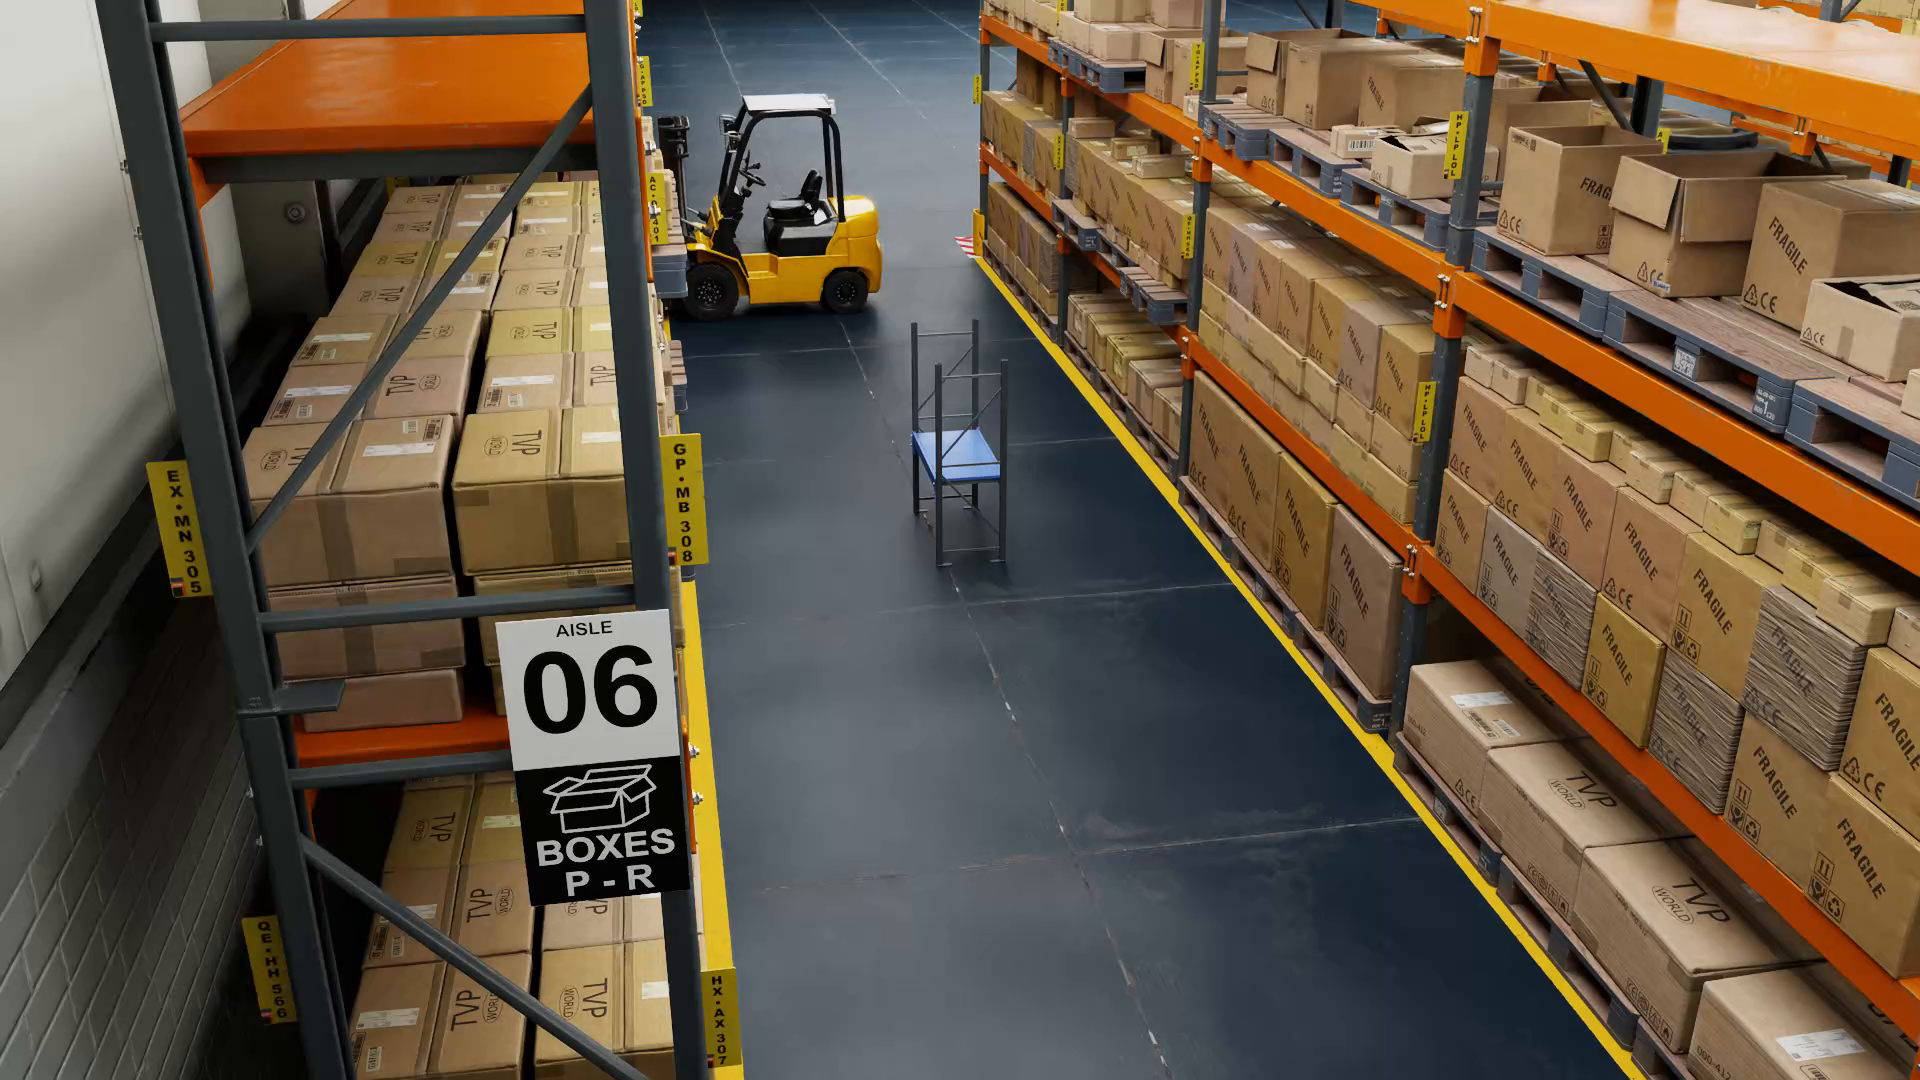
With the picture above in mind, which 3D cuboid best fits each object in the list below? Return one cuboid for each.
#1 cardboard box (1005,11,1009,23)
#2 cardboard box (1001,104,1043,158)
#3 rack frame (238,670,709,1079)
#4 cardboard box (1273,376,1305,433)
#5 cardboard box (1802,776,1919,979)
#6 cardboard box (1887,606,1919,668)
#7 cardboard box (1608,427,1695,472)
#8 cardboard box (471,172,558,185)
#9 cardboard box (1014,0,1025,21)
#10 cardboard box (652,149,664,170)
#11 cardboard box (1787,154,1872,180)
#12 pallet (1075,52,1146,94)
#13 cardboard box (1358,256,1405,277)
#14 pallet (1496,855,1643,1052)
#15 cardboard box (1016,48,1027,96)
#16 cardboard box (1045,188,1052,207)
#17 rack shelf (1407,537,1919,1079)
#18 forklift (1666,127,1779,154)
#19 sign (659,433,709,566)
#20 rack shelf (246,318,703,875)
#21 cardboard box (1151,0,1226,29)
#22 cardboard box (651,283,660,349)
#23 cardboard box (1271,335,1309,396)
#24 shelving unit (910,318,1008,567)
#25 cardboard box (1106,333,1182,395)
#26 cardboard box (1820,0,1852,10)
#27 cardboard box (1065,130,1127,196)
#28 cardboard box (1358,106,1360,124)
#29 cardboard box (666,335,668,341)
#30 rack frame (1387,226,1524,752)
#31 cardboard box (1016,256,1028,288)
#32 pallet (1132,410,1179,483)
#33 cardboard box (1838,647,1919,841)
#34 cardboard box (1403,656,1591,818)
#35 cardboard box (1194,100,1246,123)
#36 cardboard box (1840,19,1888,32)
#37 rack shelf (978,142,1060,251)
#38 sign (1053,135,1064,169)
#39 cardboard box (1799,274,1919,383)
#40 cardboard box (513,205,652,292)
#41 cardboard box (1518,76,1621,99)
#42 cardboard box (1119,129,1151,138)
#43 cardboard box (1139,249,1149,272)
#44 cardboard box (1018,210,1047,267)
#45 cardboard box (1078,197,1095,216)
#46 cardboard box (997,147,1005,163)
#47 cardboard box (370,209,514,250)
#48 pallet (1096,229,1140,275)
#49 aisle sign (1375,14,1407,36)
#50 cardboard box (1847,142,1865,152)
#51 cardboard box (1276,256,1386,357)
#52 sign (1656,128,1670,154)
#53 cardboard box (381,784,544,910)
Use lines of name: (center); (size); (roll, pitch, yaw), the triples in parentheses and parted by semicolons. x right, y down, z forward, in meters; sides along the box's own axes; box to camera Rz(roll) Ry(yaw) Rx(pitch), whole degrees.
cardboard box: (0.705, -5.744, 18.220); (0.380, 0.149, 0.250); (-4, 24, -10)
cardboard box: (0.750, -4.509, 18.331); (0.500, 0.500, 0.500); (-5, 24, -11)
rack frame: (-1.178, 1.724, 4.554); (1.000, 3.000, 0.127); (-4, 24, -10)
cardboard box: (2.362, -0.910, 10.773); (0.500, 0.250, 0.500); (-4, 24, -10)
cardboard box: (3.350, 1.140, 5.768); (0.500, 0.500, 0.500); (-4, 24, -9)
cardboard box: (3.366, 0.330, 5.563); (0.380, 0.149, 0.250); (-4, 24, -9)
cardboard box: (3.048, -0.377, 7.181); (0.380, 0.149, 0.250); (-4, 24, -10)
cardboard box: (-2.042, -1.788, 7.624); (0.396, 0.266, 0.258); (-5, 24, -11)
cardboard box: (0.851, -5.559, 17.300); (0.500, 0.250, 0.500); (-4, 24, -9)
cardboard box: (-1.666, -1.836, 8.250); (0.380, 0.149, 0.250); (-5, 24, -11)
cardboard box: (6.993, -2.879, 13.719); (0.700, 0.500, 0.500); (-4, 24, -10)
pallet: (1.685, -3.995, 14.136); (1.213, 0.211, 1.003); (-4, 24, -10)
cardboard box: (2.847, -1.515, 10.596); (0.500, 0.500, 0.500); (-5, 24, -11)
pallet: (3.252, 1.846, 7.760); (1.003, 0.211, 1.213); (-4, 24, -10)
cardboard box: (1.050, -5.393, 19.106); (0.700, 0.500, 0.500); (-5, 24, -11)
cardboard box: (1.068, -3.451, 16.717); (0.380, 0.149, 0.250); (-4, 24, -9)
rack shelf: (3.329, 0.898, 7.344); (1.077, 0.370, 4.000); (-4, 24, -10)
forklift: (4.953, -1.593, 12.234); (1.130, 2.935, 3.031); (-3, 24, -7)
sign: (-0.645, -0.091, 3.871); (0.100, 0.325, 0.005); (-4, 24, -10)
rack shelf: (-1.548, -0.107, 5.899); (1.077, 0.370, 4.000); (-4, 24, -10)
cardboard box: (1.923, -4.474, 14.036); (0.500, 0.250, 0.500); (-4, 24, -9)
cardboard box: (-1.476, -0.916, 6.668); (0.500, 0.250, 0.500); (-5, 24, -12)
cardboard box: (2.326, -1.133, 10.660); (0.500, 0.250, 0.500); (-4, 24, -9)
shelving unit: (-0.016, -0.721, 12.027); (0.538, 1.500, 1.048); (-4, 24, -10)
cardboard box: (1.846, -1.591, 14.903); (0.950, 0.372, 0.625); (-4, 24, -8)
cardboard box: (10.504, -6.371, 19.529); (0.500, 0.250, 0.500); (-4, 24, -10)
cardboard box: (1.285, -3.534, 15.572); (0.500, 0.500, 0.500); (-4, 24, -8)
cardboard box: (2.819, -2.781, 10.765); (0.396, 0.266, 0.258); (-5, 24, -11)
cardboard box: (-2.159, -1.270, 11.199); (0.380, 0.149, 0.250); (-4, 24, -9)
rack frame: (2.960, -0.218, 9.001); (1.000, 3.000, 0.127); (-4, 24, -10)
cardboard box: (0.909, -2.919, 18.096); (0.500, 0.250, 0.500); (-4, 24, -9)
pallet: (2.077, -0.821, 13.866); (1.003, 0.211, 1.213); (-4, 24, -10)
cardboard box: (3.376, 0.679, 5.572); (0.500, 0.500, 0.500); (-4, 24, -8)
cardboard box: (2.970, 1.019, 8.846); (0.875, 0.438, 0.875); (-5, 24, -11)
cardboard box: (1.955, -3.159, 12.302); (0.380, 0.149, 0.250); (-4, 24, -10)
cardboard box: (7.148, -4.070, 13.536); (0.500, 0.311, 0.500); (-4, 24, -10)
rack shelf: (1.111, -3.822, 18.151); (1.077, 0.370, 4.000); (-4, 24, -10)
sign: (0.949, -3.718, 15.934); (0.100, 0.325, 0.005); (-4, 24, -10)
cardboard box: (3.472, -0.809, 6.069); (0.500, 0.311, 0.500); (-4, 24, -9)
cardboard box: (-1.485, -1.141, 6.557); (0.500, 0.250, 0.500); (-5, 24, -11)
cardboard box: (6.292, -4.482, 17.228); (0.875, 0.550, 0.550); (-4, 24, -10)
cardboard box: (1.791, -3.574, 15.665); (0.500, 0.500, 0.500); (-5, 24, -11)
cardboard box: (1.678, -2.276, 13.502); (0.380, 0.149, 0.250); (-5, 24, -12)
cardboard box: (0.916, -3.254, 17.927); (0.500, 0.500, 0.500); (-3, 24, -7)
cardboard box: (1.310, -3.102, 15.394); (0.380, 0.149, 0.250); (-4, 24, -9)
cardboard box: (0.632, -4.362, 18.804); (0.380, 0.149, 0.250); (-4, 24, -9)
cardboard box: (-1.995, -1.102, 6.468); (0.500, 0.250, 0.500); (-5, 24, -11)
pallet: (1.814, -2.479, 14.418); (1.003, 0.211, 1.213); (-4, 24, -10)
aisle sign: (5.279, -6.541, 20.231); (0.394, 0.787, 0.004); (-4, 24, -10)
cardboard box: (10.628, -4.637, 19.433); (0.380, 0.149, 0.250); (-4, 24, -10)
cardboard box: (2.343, -1.485, 10.529); (0.500, 0.500, 0.500); (-4, 24, -9)
sign: (3.505, -1.907, 8.377); (0.100, 0.325, 0.005); (-4, 24, -10)
cardboard box: (-1.705, 1.097, 5.805); (0.500, 0.250, 0.500); (-4, 24, -8)
